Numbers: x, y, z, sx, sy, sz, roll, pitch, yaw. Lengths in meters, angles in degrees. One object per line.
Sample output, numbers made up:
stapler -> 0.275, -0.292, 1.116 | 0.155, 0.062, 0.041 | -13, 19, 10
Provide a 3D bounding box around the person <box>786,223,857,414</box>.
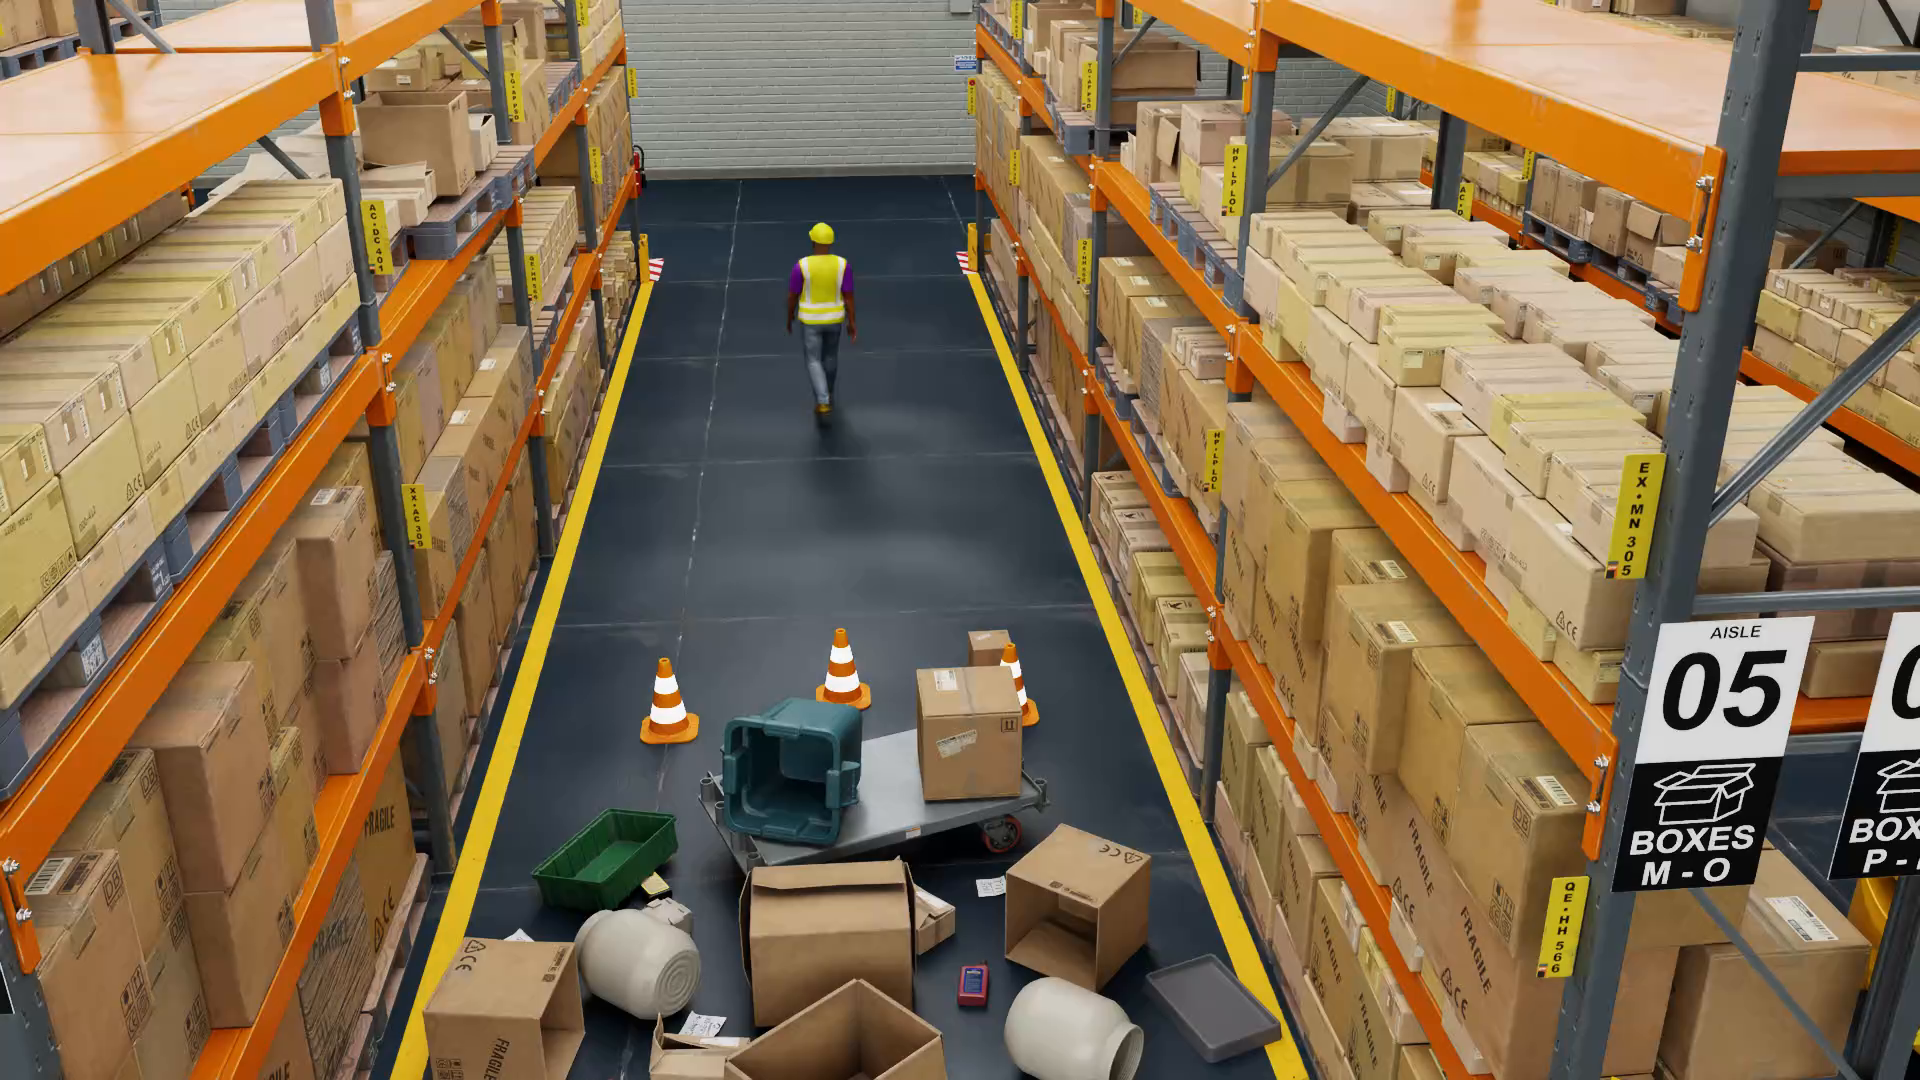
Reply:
person -> -1.243, -1.977, 14.839 | 0.595, 1.736, 0.969 | -7, 24, -15
